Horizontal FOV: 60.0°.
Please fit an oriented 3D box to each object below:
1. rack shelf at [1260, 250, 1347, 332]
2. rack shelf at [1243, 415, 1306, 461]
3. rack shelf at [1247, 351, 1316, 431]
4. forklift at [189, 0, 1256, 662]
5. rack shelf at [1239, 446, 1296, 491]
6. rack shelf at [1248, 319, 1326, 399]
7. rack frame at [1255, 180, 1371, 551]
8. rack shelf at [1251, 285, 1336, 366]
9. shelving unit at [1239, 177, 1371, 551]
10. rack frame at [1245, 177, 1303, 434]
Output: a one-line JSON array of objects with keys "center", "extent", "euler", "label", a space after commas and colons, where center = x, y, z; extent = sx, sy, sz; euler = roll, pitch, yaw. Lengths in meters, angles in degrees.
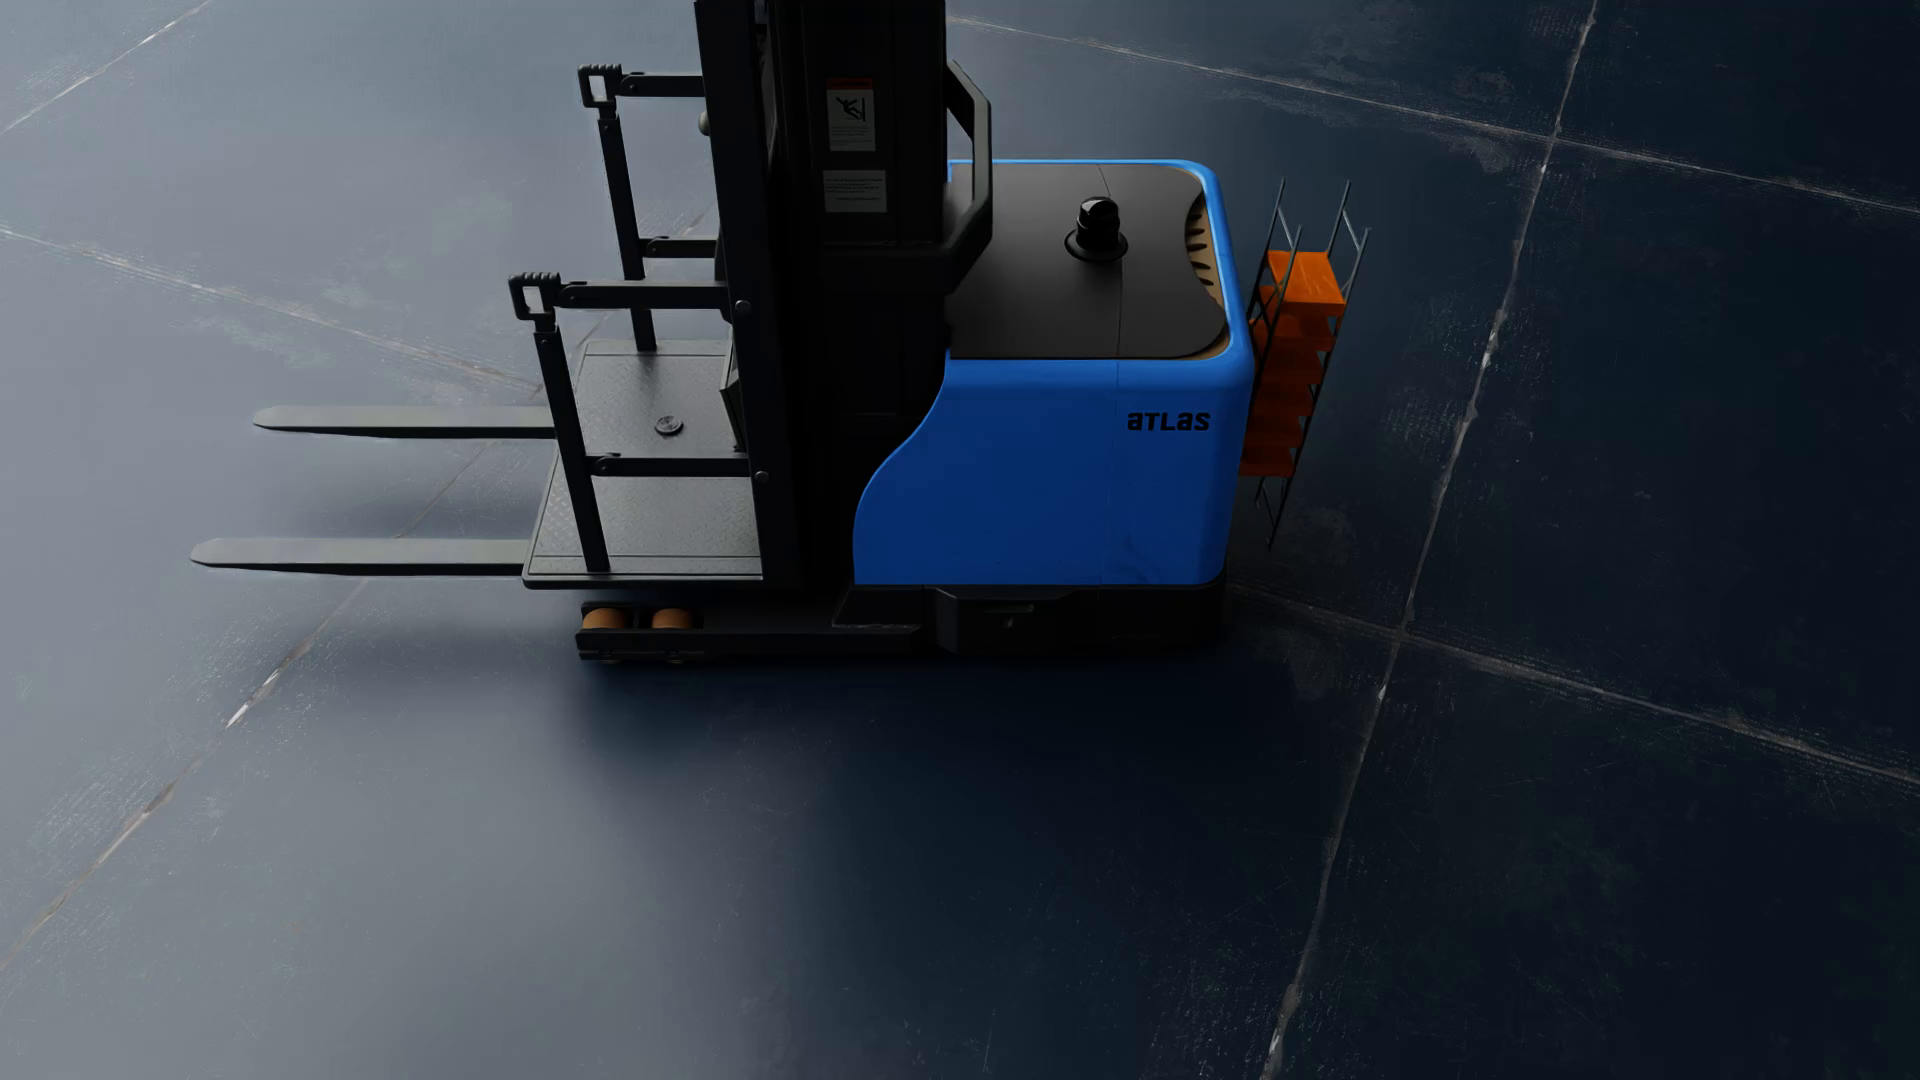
[{"center": [0.954, -0.700, 4.648], "extent": [0.180, 0.103, 0.258], "euler": [1, 45, -6], "label": "rack shelf"}, {"center": [0.912, -0.359, 4.984], "extent": [0.180, 0.103, 0.258], "euler": [1, 45, -6], "label": "rack shelf"}, {"center": [0.922, -0.445, 4.900], "extent": [0.180, 0.103, 0.258], "euler": [1, 45, -6], "label": "rack shelf"}, {"center": [-0.747, -1.055, 4.232], "extent": [3.031, 2.935, 1.130], "euler": [0, 45, 0], "label": "forklift"}, {"center": [0.901, -0.274, 5.068], "extent": [0.180, 0.103, 0.258], "euler": [1, 45, -6], "label": "rack shelf"}, {"center": [0.933, -0.530, 4.816], "extent": [0.180, 0.103, 0.258], "euler": [1, 45, -6], "label": "rack shelf"}, {"center": [1.017, -0.474, 4.879], "extent": [0.006, 1.200, 0.240], "euler": [1, 45, -6], "label": "rack frame"}, {"center": [0.944, -0.615, 4.732], "extent": [0.180, 0.103, 0.258], "euler": [1, 45, -6], "label": "rack shelf"}, {"center": [0.926, -0.476, 4.869], "extent": [0.189, 1.200, 0.258], "euler": [1, 45, -6], "label": "shelving unit"}, {"center": [0.835, -0.478, 4.859], "extent": [0.006, 1.200, 0.240], "euler": [1, 45, -6], "label": "rack frame"}]
